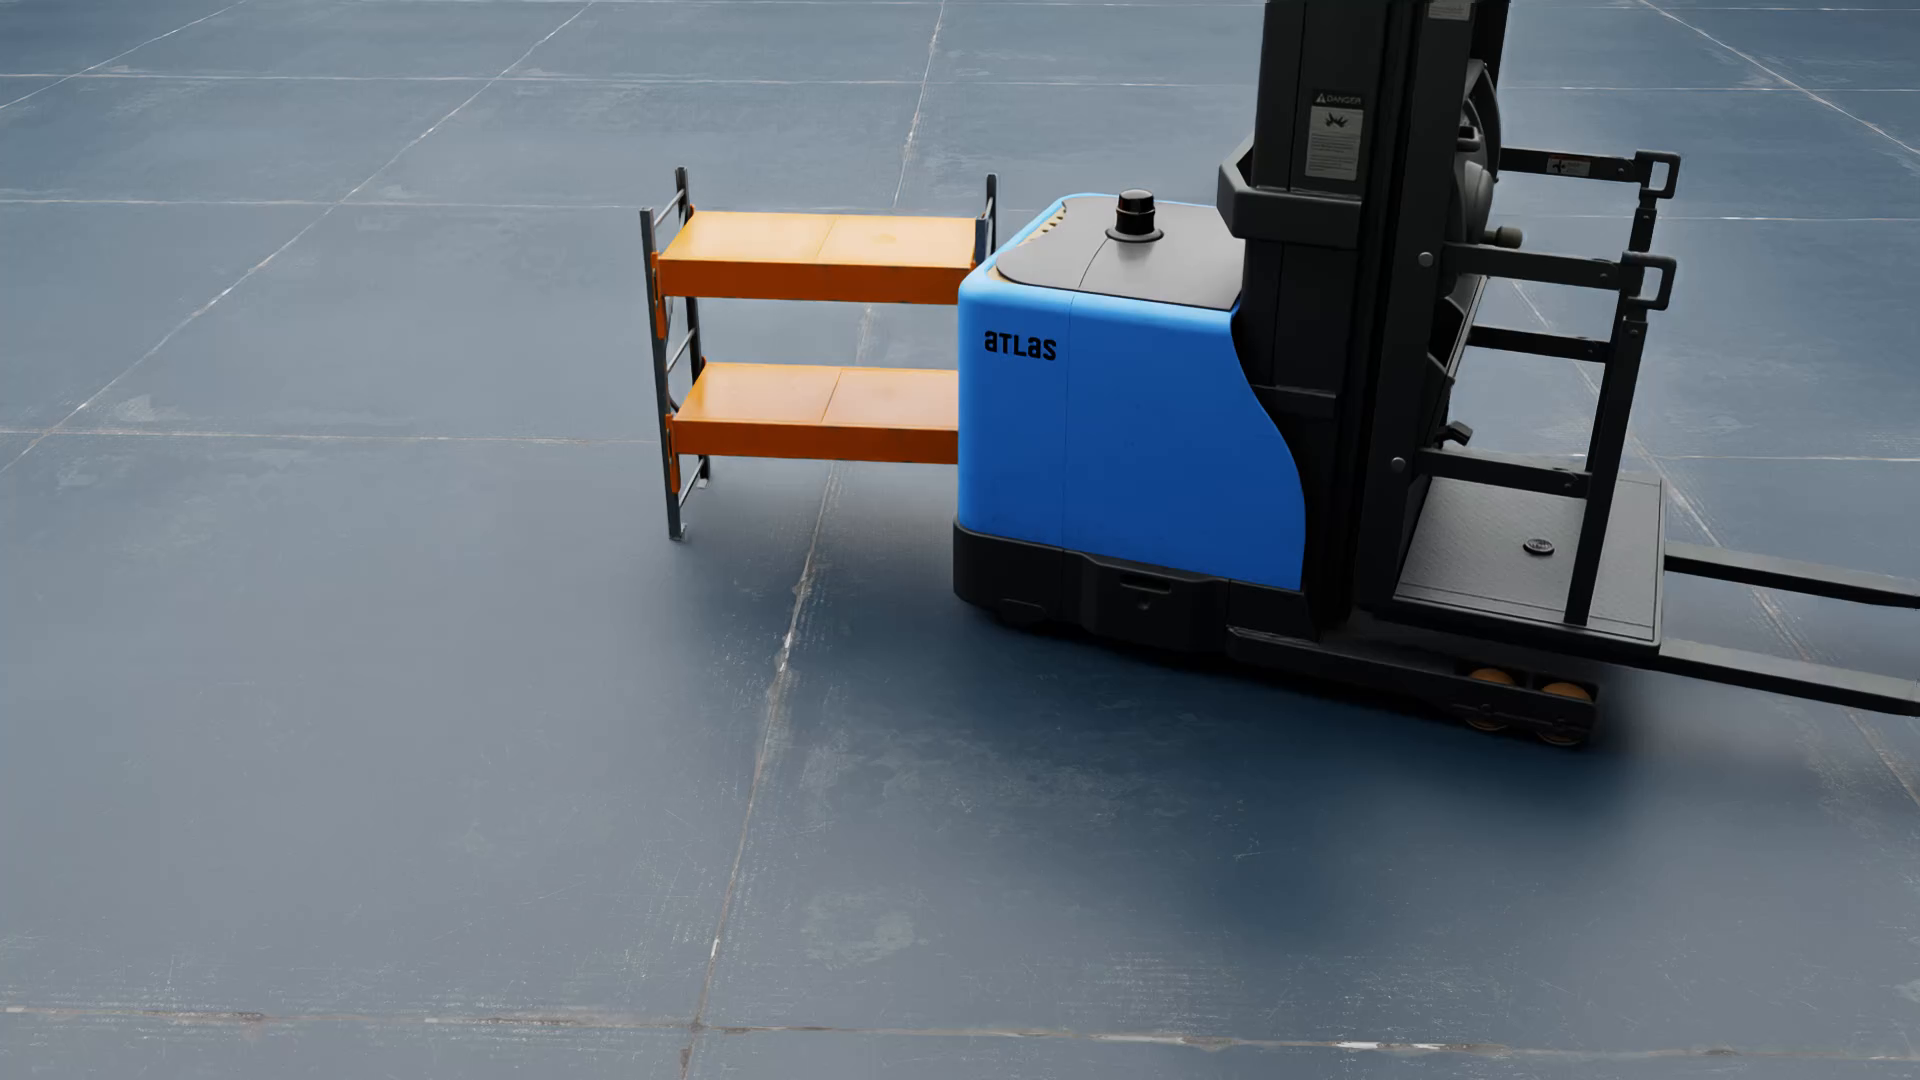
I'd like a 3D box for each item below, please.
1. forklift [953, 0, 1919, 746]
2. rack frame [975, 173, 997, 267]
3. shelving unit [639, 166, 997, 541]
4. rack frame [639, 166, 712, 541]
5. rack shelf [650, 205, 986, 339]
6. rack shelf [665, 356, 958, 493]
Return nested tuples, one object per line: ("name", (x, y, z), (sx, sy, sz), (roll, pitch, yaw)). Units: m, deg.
("forklift", (1.550, -1.022, 4.340), (3.031, 2.935, 1.130), (10, 30, 19))
("rack frame", (0.082, -0.571, 5.418), (0.032, 1.125, 0.500), (2, 28, 4))
("shelving unit", (-0.424, -0.592, 5.457), (1.048, 1.125, 0.538), (2, 28, 4))
("rack frame", (-0.931, -0.613, 5.496), (0.032, 1.125, 0.500), (2, 28, 4))
("rack shelf", (-0.424, -0.850, 5.320), (1.000, 0.278, 0.538), (2, 28, 4))
("rack shelf", (-0.424, -0.376, 5.572), (1.000, 0.278, 0.538), (2, 28, 4))
